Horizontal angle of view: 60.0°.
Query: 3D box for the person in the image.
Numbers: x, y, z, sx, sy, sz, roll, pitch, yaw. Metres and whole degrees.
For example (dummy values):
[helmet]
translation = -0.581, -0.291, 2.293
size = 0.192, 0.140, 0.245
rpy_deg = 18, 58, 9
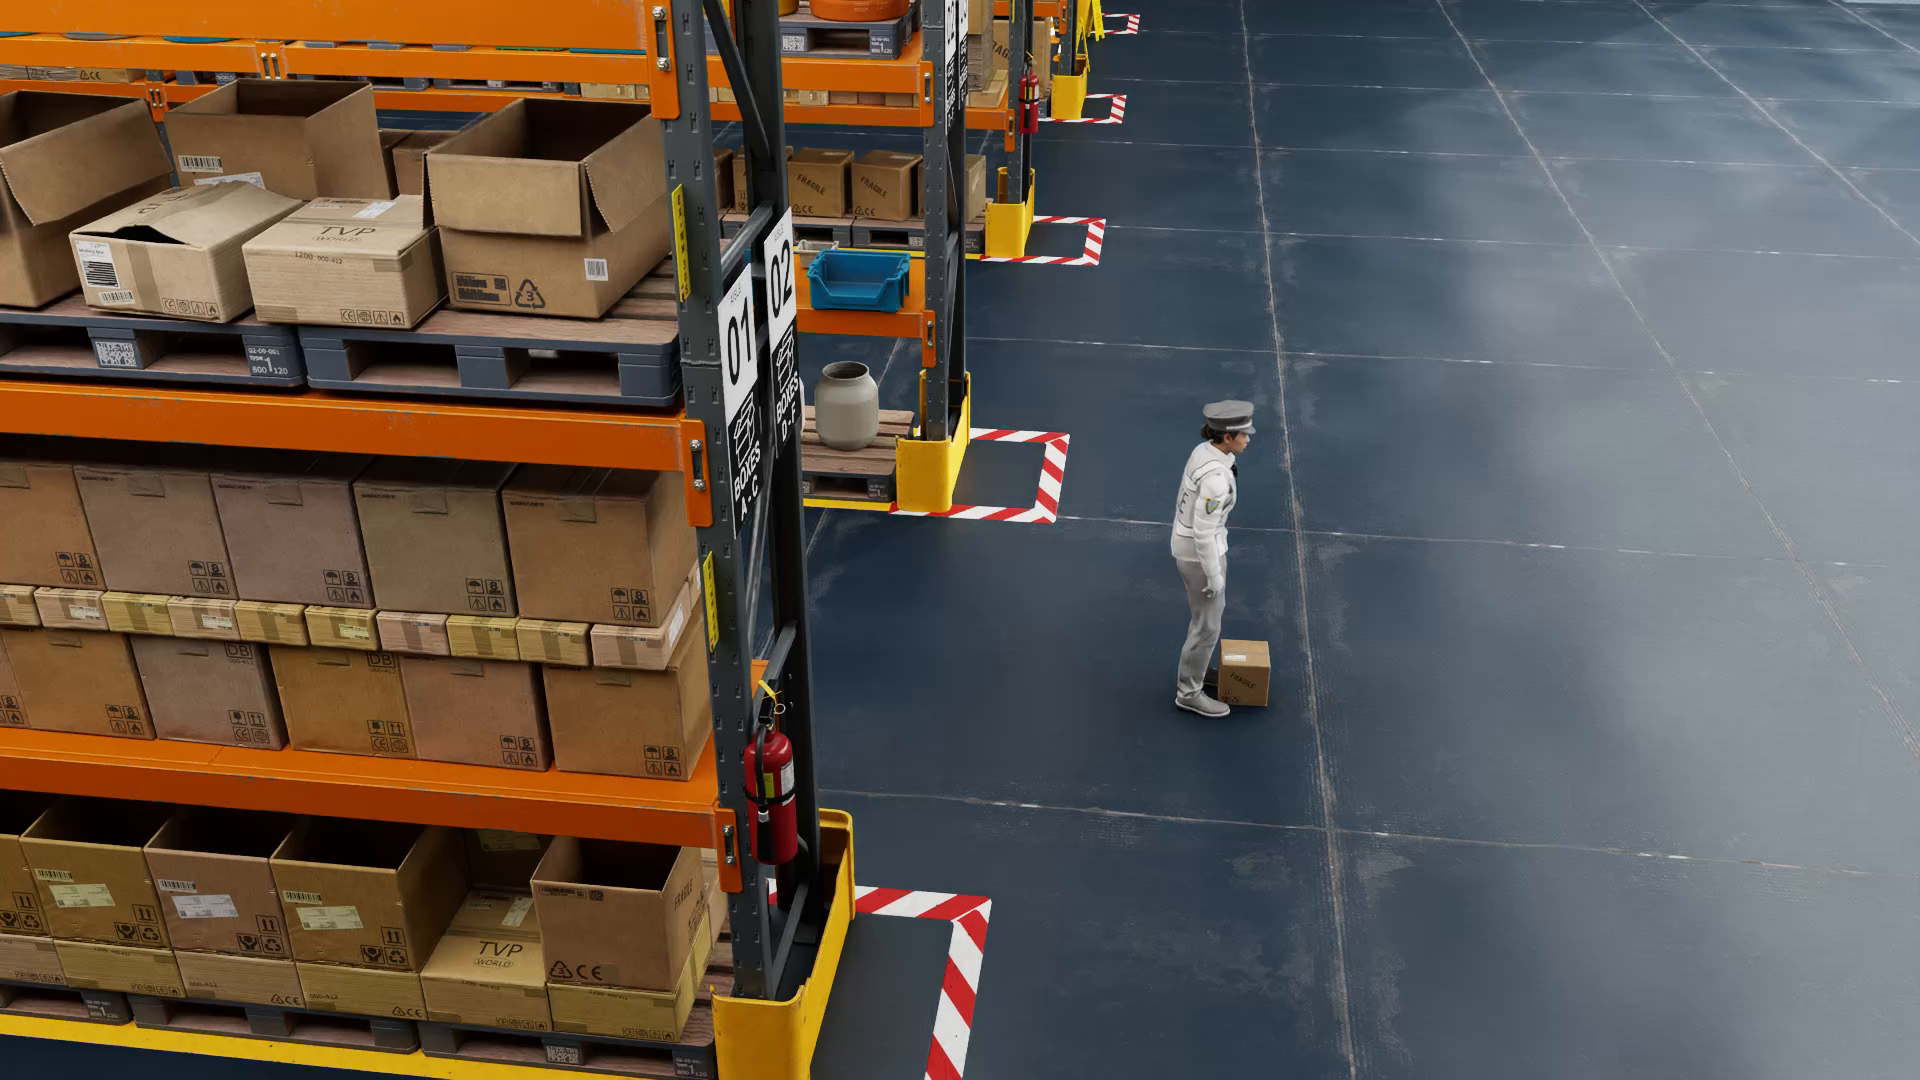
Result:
[person]
translation = 1.278, 0.075, 8.481
size = 0.403, 1.664, 0.530
rpy_deg = 4, 29, 7
